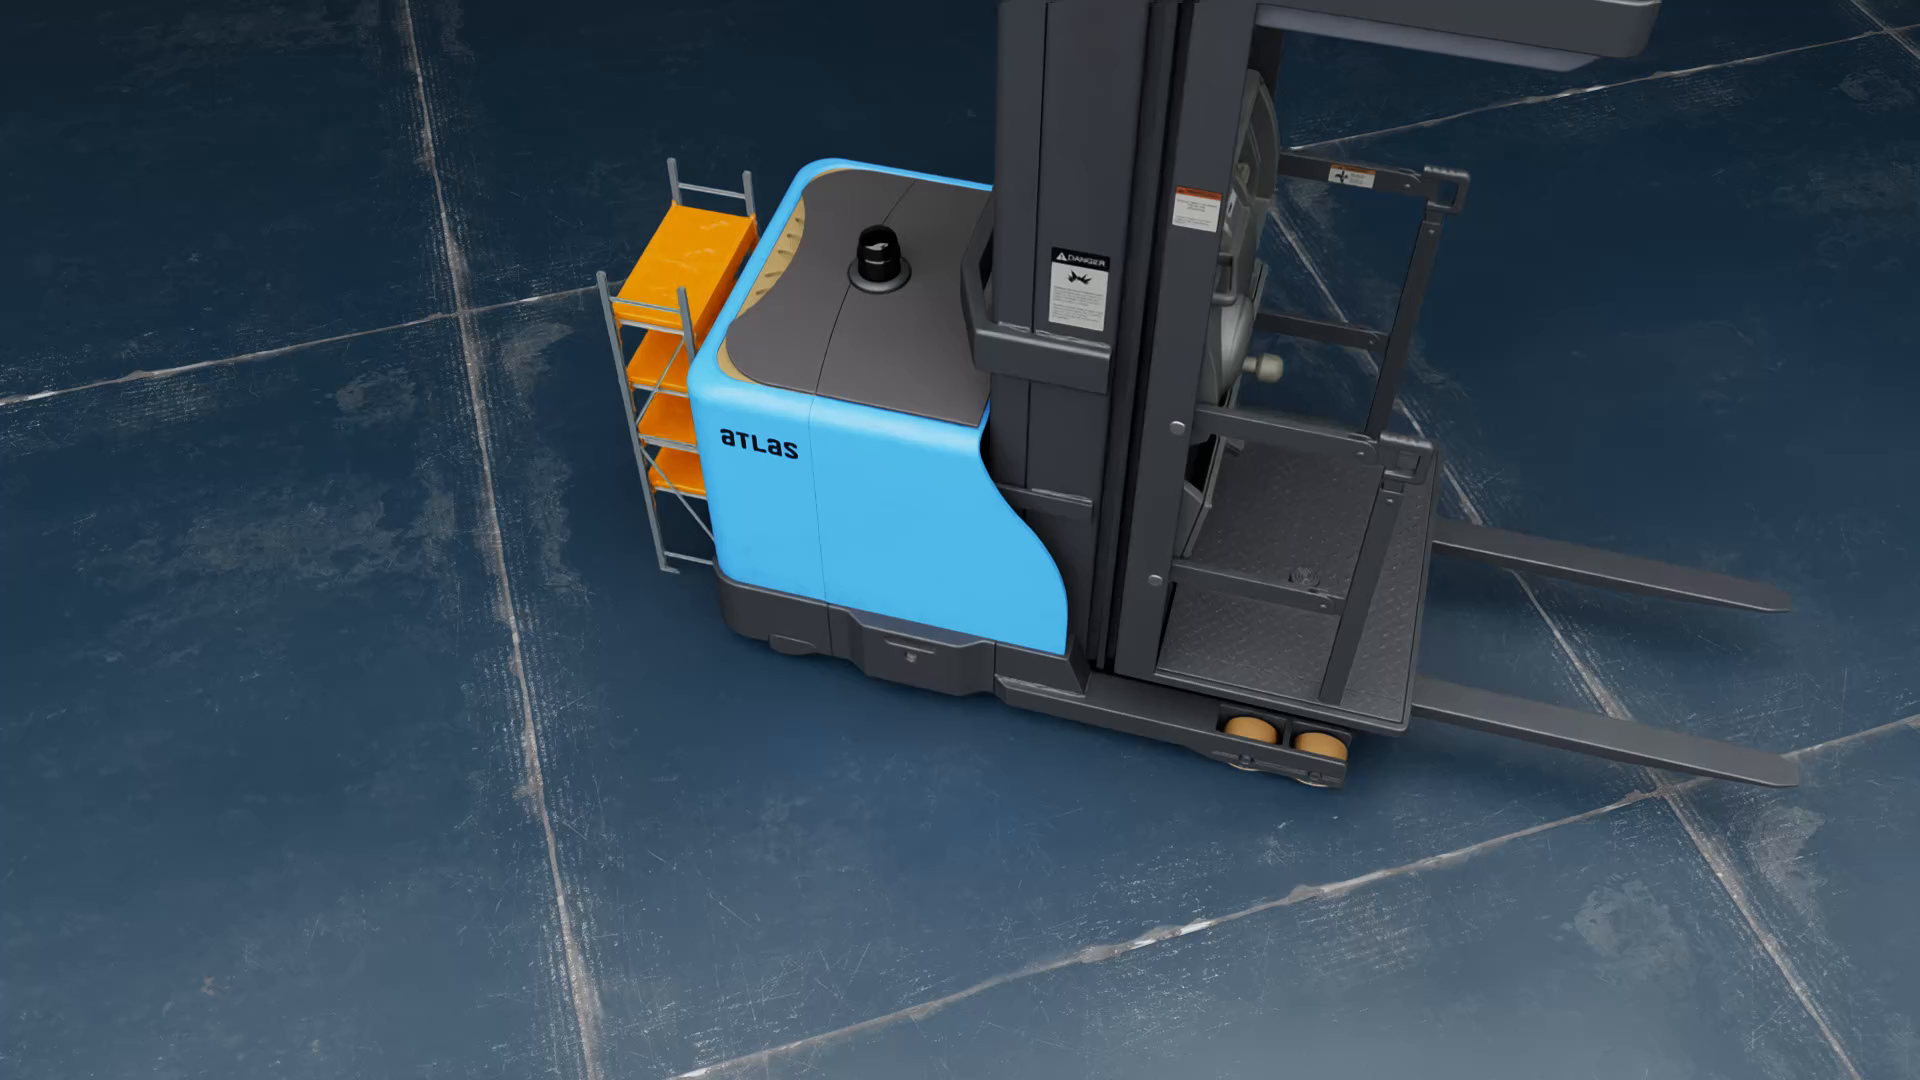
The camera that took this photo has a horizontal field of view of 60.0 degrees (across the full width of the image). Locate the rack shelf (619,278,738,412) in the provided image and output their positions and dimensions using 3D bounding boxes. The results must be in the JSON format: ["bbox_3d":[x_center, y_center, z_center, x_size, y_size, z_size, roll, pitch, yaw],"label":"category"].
[{"bbox_3d":[-0.750,-0.555,4.729,0.258,0.148,0.480,12,51,10],"label":"rack shelf"}]

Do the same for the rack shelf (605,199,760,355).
[{"bbox_3d":[-0.750,-0.707,4.548,0.258,0.148,0.480,12,51,10],"label":"rack shelf"}]

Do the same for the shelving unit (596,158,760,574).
[{"bbox_3d":[-0.750,-0.454,4.848,0.258,1.200,0.503,12,51,10],"label":"shelving unit"}]

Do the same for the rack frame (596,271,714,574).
[{"bbox_3d":[-0.814,-0.274,4.696,0.240,1.200,0.015,12,51,10],"label":"rack frame"}]

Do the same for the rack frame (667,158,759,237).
[{"bbox_3d":[-0.686,-0.634,5.000,0.240,1.200,0.015,12,51,10],"label":"rack frame"}]

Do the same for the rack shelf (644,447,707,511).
[{"bbox_3d":[-0.750,-0.283,5.051,0.258,0.148,0.480,12,51,10],"label":"rack shelf"}]

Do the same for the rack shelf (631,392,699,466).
[{"bbox_3d":[-0.750,-0.411,4.900,0.258,0.148,0.480,12,51,10],"label":"rack shelf"}]

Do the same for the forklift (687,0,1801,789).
[{"bbox_3d":[0.862,-0.709,3.930,3.031,2.935,1.130,12,51,10],"label":"forklift"}]
